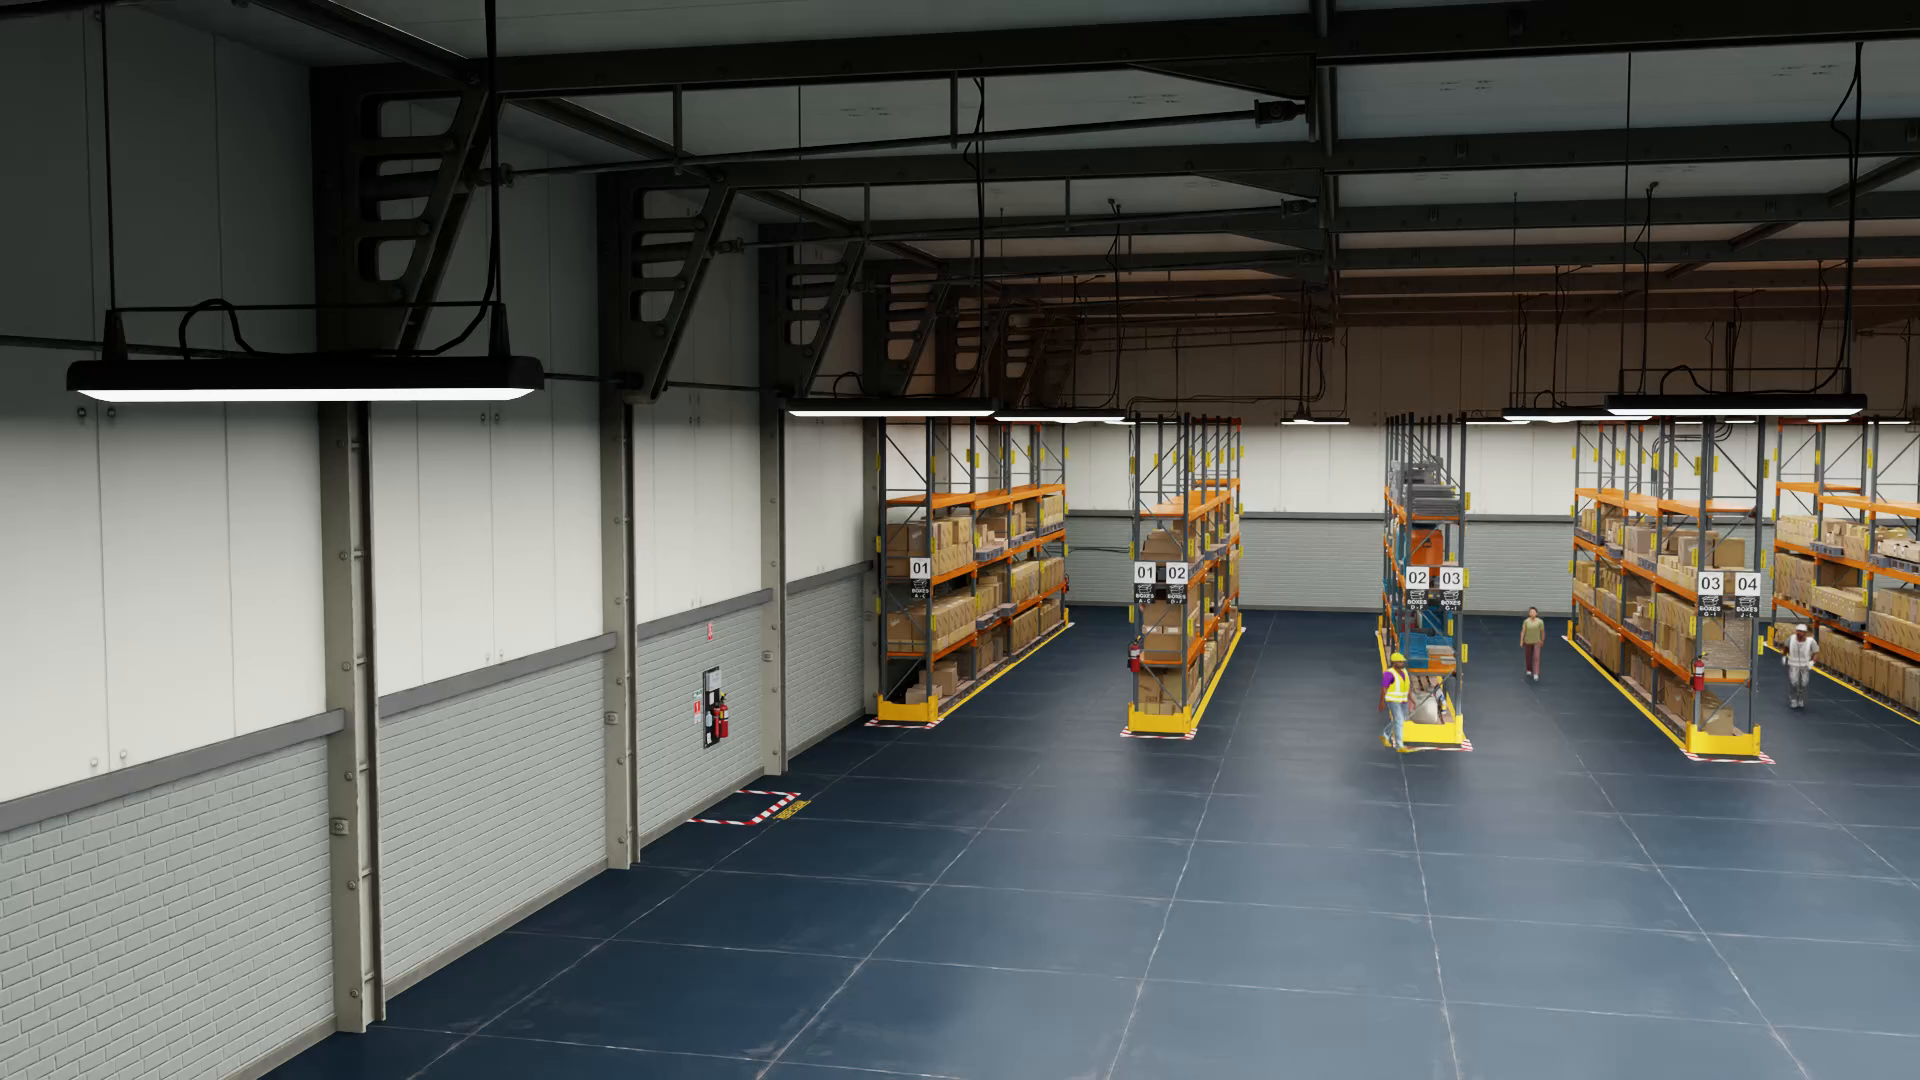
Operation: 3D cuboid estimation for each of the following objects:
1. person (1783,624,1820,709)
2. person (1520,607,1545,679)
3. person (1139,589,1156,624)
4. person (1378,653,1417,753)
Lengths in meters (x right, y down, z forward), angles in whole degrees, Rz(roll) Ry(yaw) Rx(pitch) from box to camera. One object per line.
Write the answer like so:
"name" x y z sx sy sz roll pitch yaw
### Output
"person" 17.157 2.583 33.894 0.607 1.764 0.808 1 4 17
"person" 13.049 2.331 37.895 0.541 1.603 1.060 1 4 16
"person" 5.084 1.890 44.656 0.695 1.636 0.727 2 4 24
"person" 7.730 2.861 29.459 0.609 1.750 0.869 -3 5 -38
